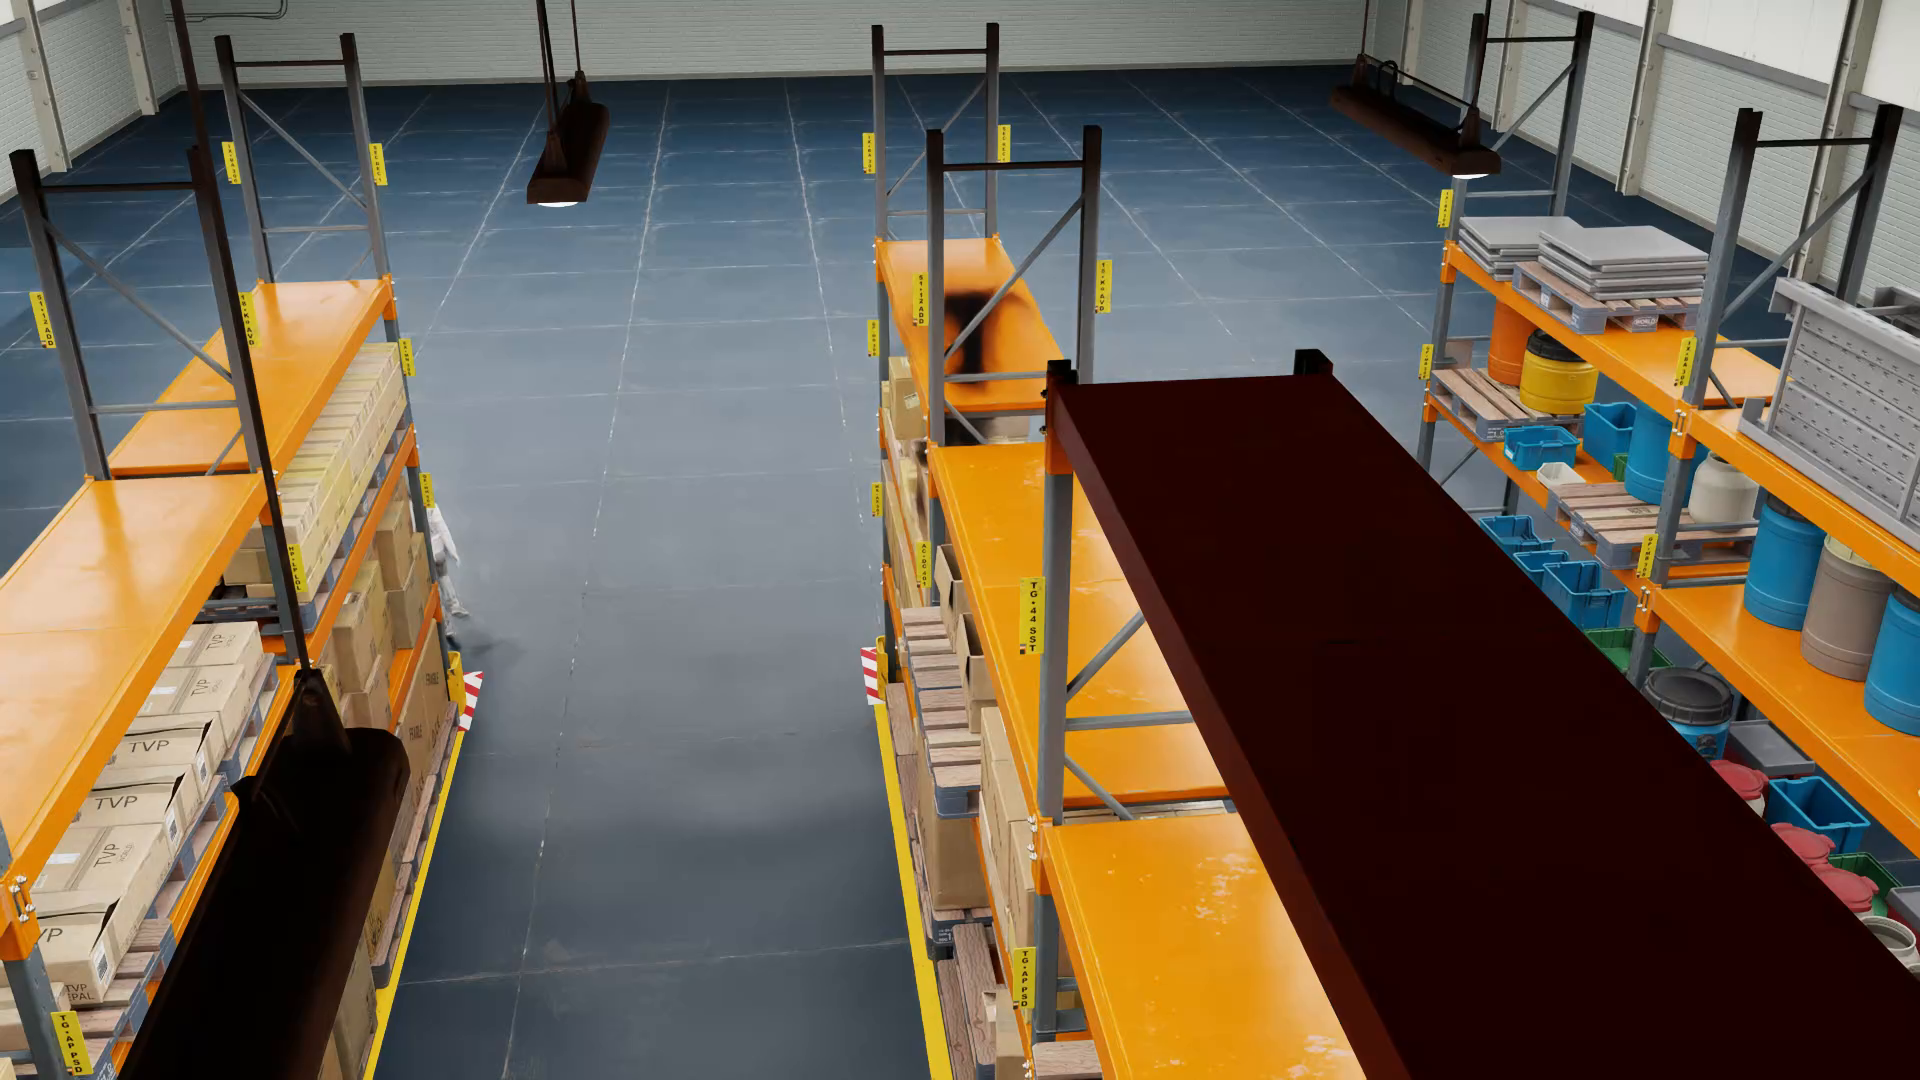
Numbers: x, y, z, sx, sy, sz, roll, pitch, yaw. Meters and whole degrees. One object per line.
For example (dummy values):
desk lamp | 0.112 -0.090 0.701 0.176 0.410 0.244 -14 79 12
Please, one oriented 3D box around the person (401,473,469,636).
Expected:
person | -5.236 0.158 16.270 0.600 1.663 0.543 -17 30 -31
